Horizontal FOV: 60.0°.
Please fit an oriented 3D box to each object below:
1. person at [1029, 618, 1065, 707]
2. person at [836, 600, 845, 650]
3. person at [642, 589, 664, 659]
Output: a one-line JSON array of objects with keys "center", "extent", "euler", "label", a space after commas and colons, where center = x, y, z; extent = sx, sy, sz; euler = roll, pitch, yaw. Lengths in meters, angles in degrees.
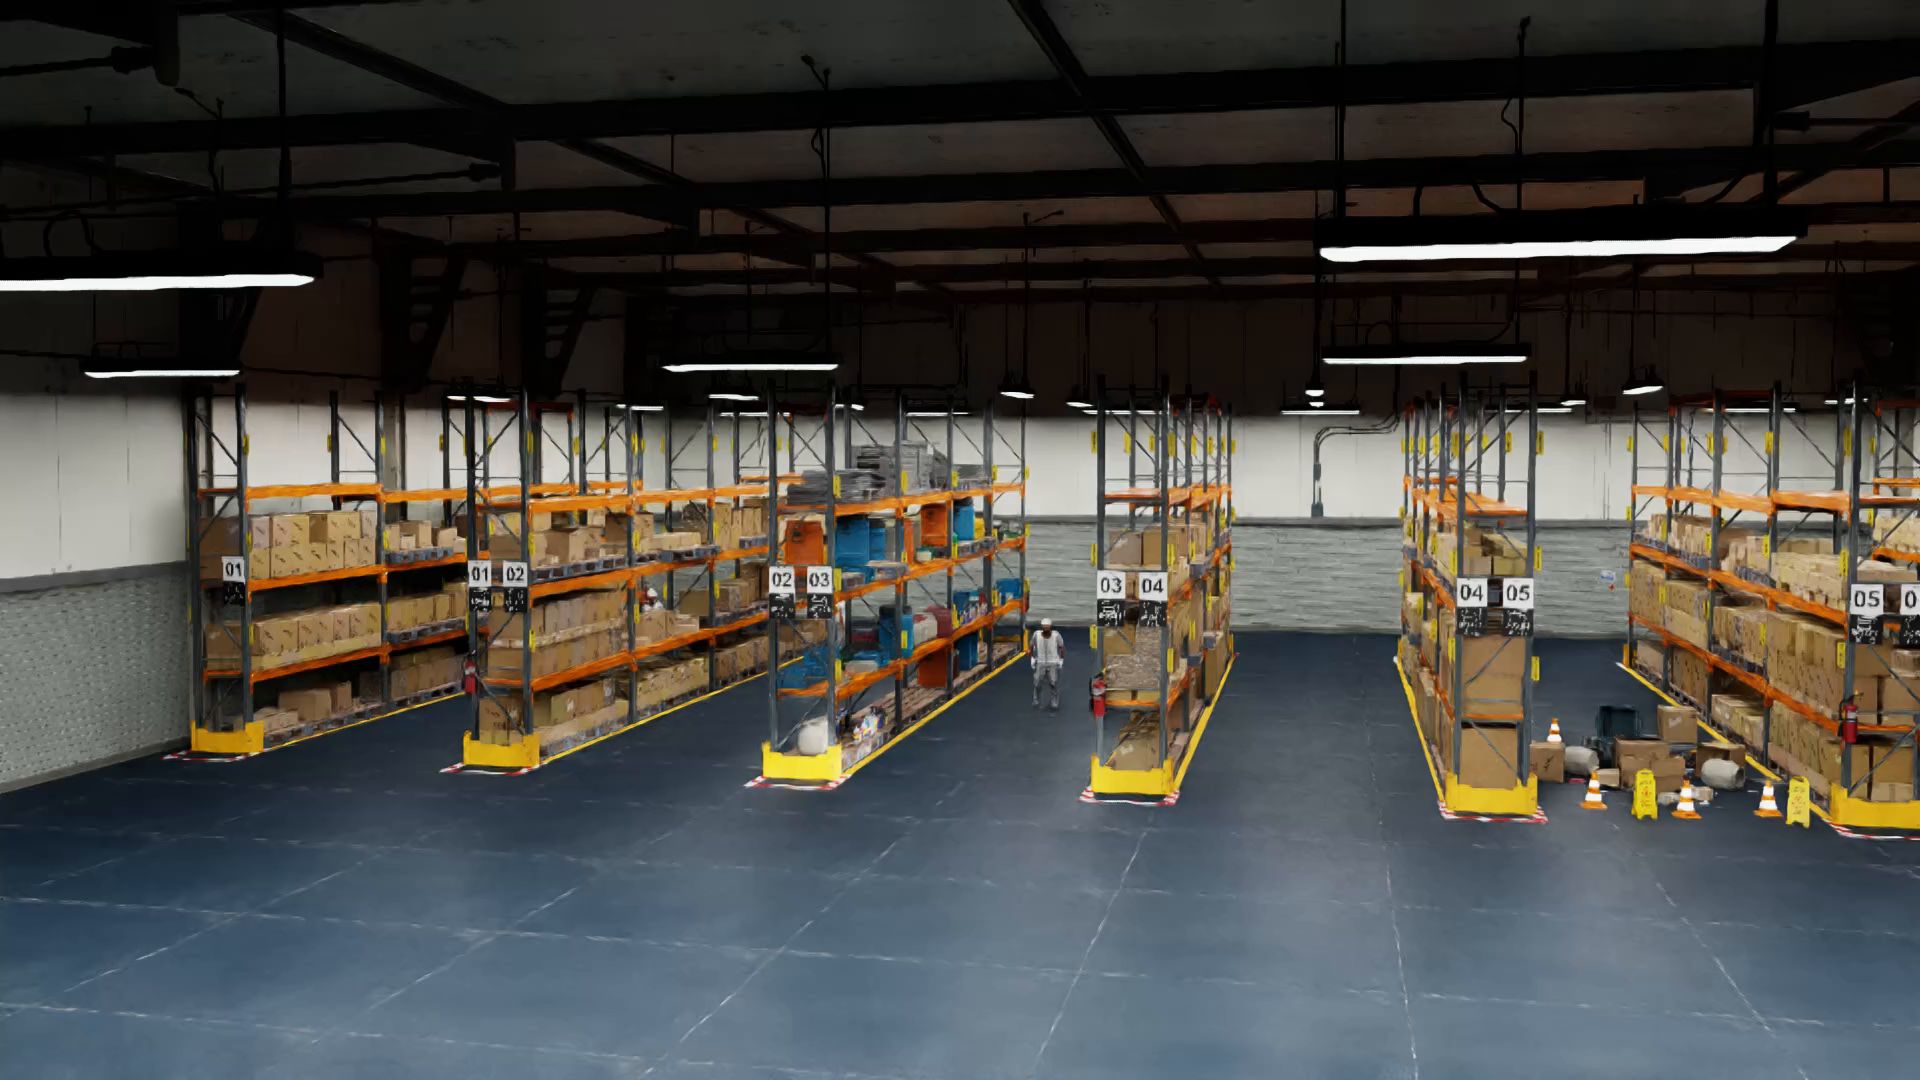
[{"center": [1.646, 2.333, 31.671], "extent": [0.702, 1.734, 0.549], "euler": [1, 3, 10], "label": "person"}, {"center": [-2.757, 1.938, 38.793], "extent": [0.394, 1.674, 0.636], "euler": [0, 3, 2], "label": "person"}, {"center": [-7.044, 1.963, 38.122], "extent": [0.543, 1.700, 1.115], "euler": [1, 3, 15], "label": "person"}]
